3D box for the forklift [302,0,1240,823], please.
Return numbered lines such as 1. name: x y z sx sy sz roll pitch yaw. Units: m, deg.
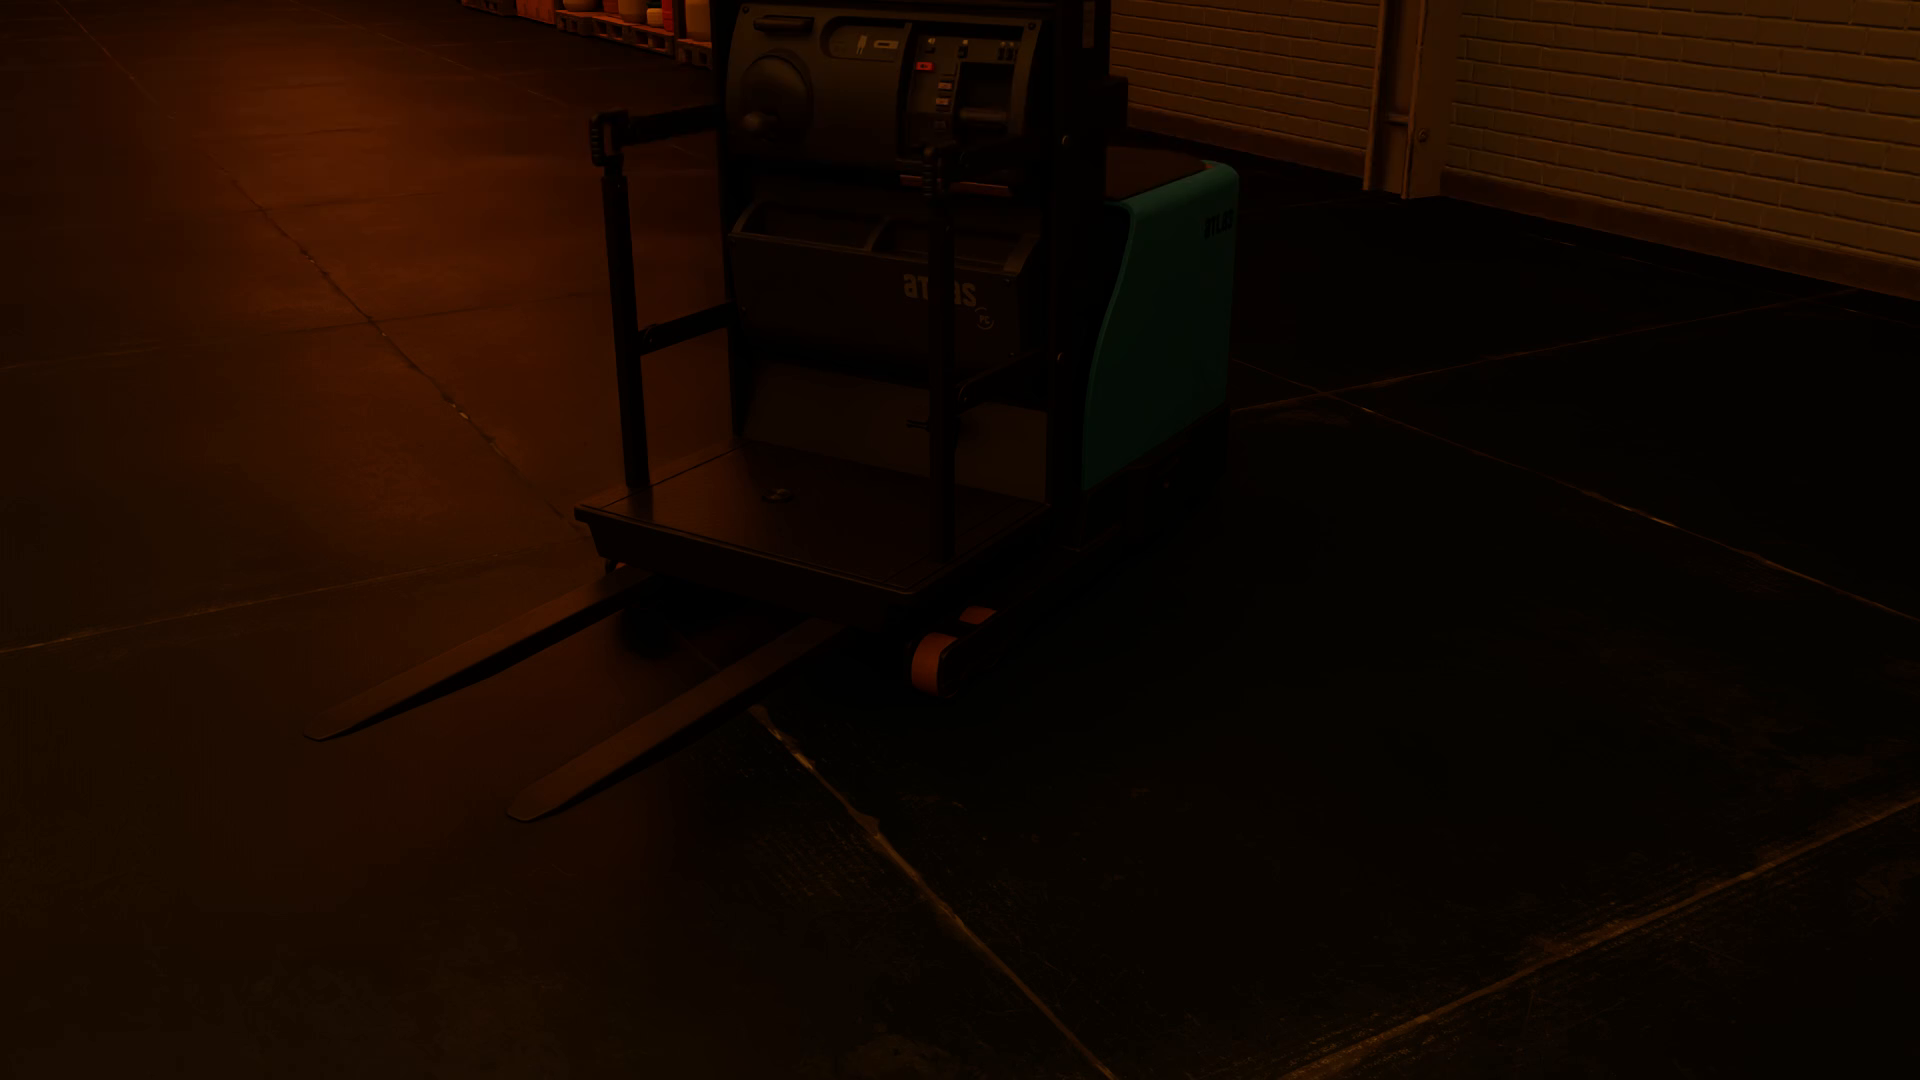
1. forklift: -0.323 -1.159 4.099 1.130 2.935 3.031 13 26 29
